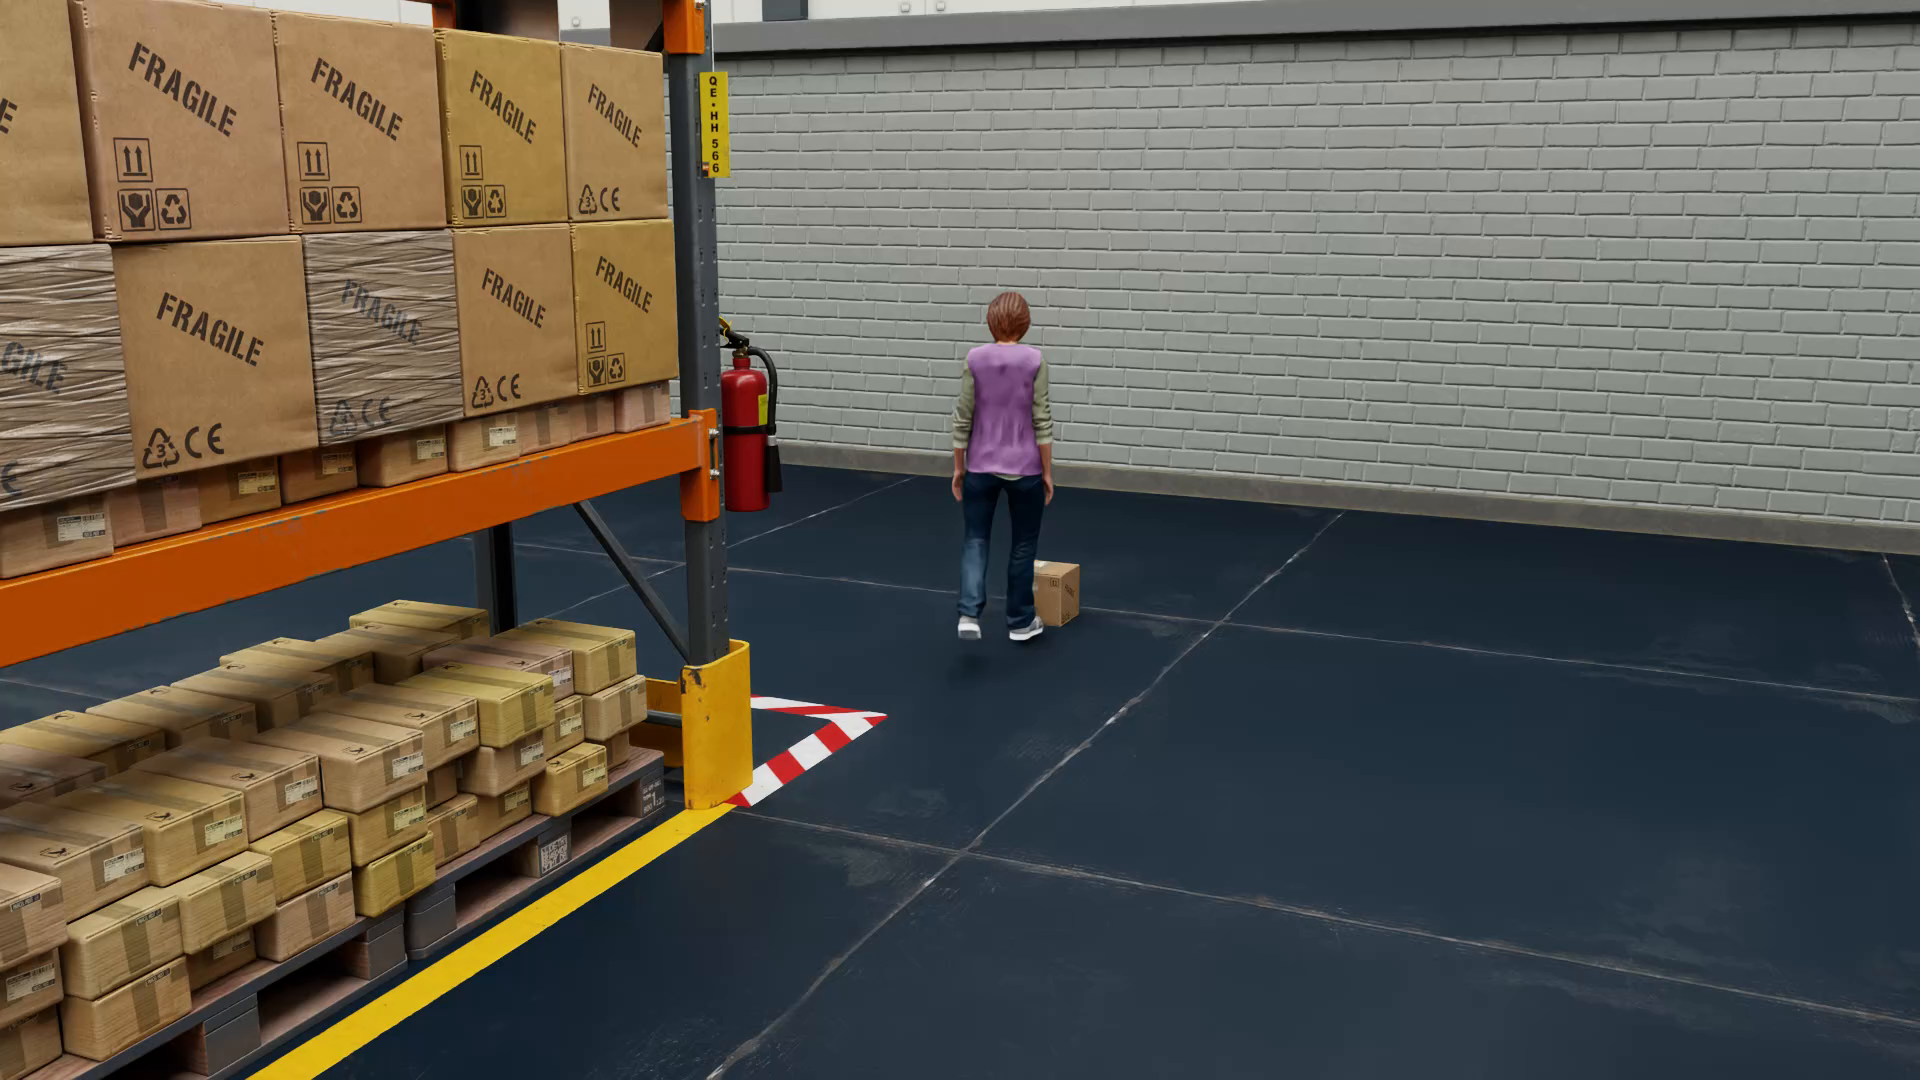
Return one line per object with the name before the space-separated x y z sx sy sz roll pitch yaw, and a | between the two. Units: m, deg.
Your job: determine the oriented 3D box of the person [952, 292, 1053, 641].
person | 0.195 -0.286 7.284 0.443 1.556 0.647 2 13 11
